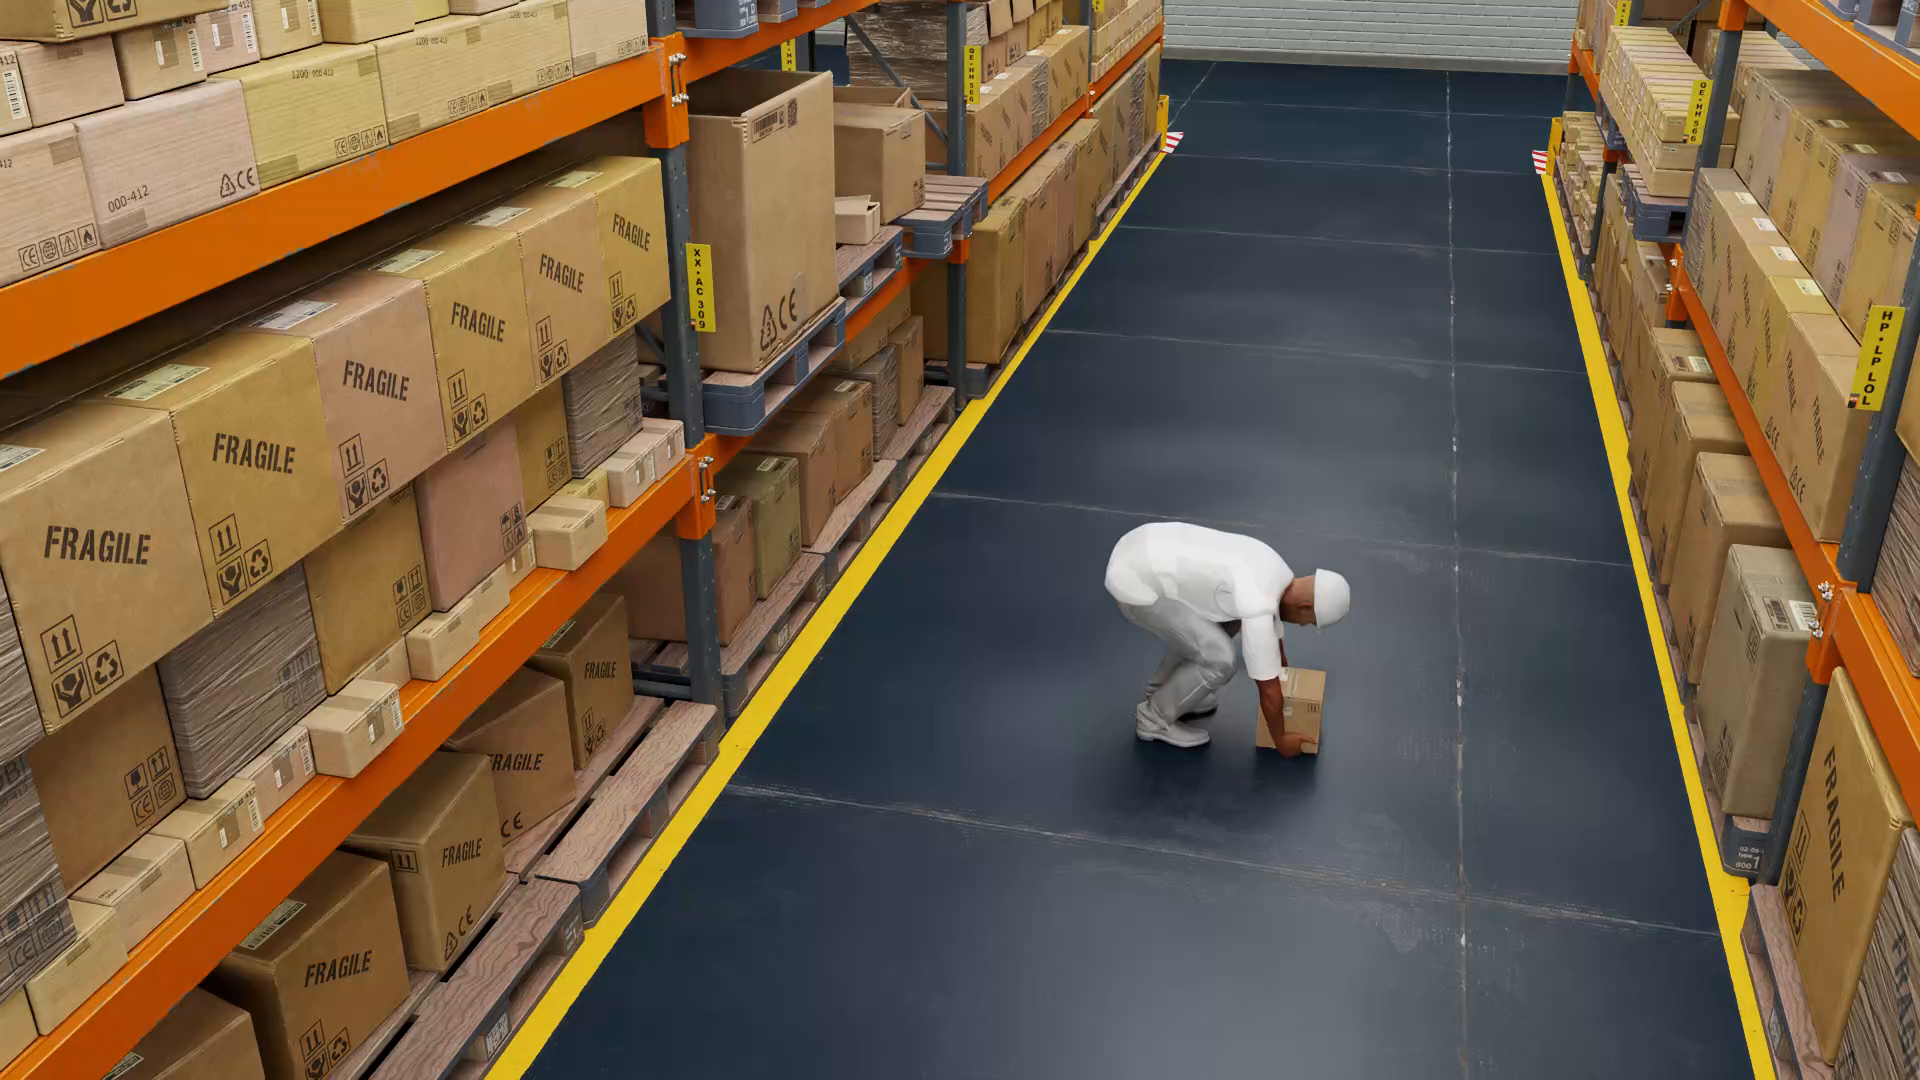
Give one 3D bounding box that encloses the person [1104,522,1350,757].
[{"bbox_3d":[1.076,0.382,6.798,0.977,0.907,0.511,5,26,11],"label":"person"}]
